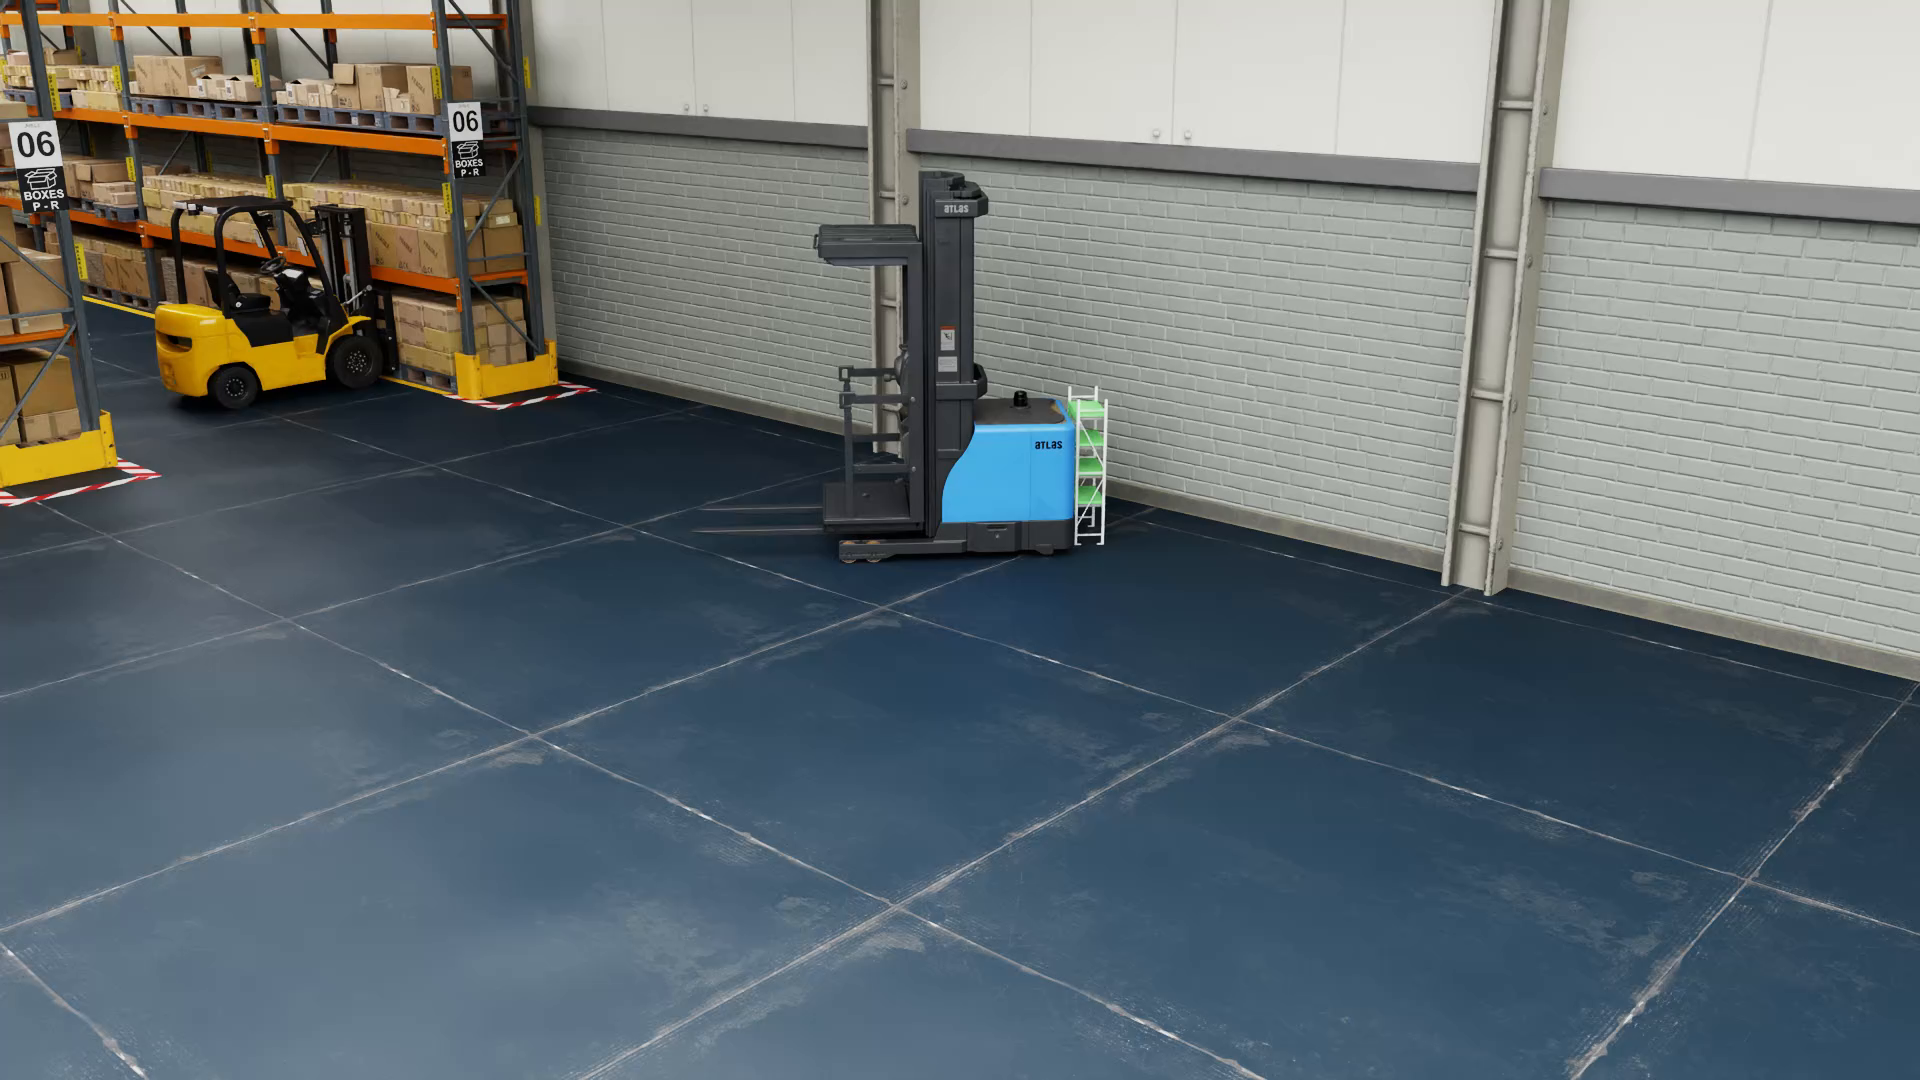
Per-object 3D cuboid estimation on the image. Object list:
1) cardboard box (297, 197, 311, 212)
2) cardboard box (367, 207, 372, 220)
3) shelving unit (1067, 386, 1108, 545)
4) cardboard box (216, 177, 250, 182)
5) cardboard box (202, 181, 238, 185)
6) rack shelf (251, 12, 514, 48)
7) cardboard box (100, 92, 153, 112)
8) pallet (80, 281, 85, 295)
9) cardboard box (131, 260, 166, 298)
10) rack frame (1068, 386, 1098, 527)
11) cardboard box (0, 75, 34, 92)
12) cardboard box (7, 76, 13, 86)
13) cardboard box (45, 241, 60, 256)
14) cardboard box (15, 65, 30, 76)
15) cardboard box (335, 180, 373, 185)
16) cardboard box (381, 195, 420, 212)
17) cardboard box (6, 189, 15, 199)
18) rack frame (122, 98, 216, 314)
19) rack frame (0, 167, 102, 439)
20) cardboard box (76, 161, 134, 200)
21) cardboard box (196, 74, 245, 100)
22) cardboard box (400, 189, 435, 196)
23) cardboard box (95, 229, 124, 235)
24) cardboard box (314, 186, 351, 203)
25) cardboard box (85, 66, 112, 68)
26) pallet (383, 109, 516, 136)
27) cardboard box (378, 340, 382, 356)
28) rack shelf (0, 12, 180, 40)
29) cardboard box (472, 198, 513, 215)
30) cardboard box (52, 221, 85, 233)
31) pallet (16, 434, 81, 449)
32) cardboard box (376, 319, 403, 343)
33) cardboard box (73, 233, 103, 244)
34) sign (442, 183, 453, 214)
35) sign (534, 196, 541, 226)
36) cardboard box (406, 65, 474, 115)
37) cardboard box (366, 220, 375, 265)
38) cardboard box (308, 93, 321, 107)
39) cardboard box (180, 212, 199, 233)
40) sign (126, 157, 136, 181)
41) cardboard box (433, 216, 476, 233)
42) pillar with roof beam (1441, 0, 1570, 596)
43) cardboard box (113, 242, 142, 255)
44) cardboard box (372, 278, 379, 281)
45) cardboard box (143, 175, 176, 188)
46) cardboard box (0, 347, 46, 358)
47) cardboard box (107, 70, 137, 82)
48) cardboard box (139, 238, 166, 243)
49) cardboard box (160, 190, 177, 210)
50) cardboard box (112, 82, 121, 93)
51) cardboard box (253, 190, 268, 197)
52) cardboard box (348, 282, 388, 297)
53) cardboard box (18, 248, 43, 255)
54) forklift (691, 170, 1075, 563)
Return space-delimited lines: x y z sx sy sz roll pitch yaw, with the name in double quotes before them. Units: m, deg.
"cardboard box" -7.908 -4.139 20.457 0.250 0.149 0.380 16 23 41
"cardboard box" -6.722 -3.840 19.514 0.250 0.149 0.380 15 23 39
"shelving unit" 1.027 -0.609 13.548 0.258 1.200 0.503 -1 18 -4
"cardboard box" -9.984 -4.901 22.858 0.250 0.149 0.380 15 23 39
"cardboard box" -9.884 -4.699 22.223 0.250 0.149 0.380 15 23 39
"rack shelf" -6.670 -5.882 19.118 4.000 0.370 1.077 15 23 39
"cardboard box" -11.703 -6.167 23.373 0.500 0.250 0.500 14 22 37
"pallet" -13.516 -4.080 26.117 1.213 0.211 1.003 15 23 39
"cardboard box" -11.617 -3.805 24.081 0.500 0.500 0.500 16 24 41
"rack frame" 1.007 -0.683 13.780 0.240 1.200 0.015 -1 18 -4
"cardboard box" -14.677 -7.104 25.834 0.500 0.250 0.500 15 23 39
"cardboard box" -14.190 -6.971 25.216 0.250 0.149 0.380 15 23 40
"cardboard box" -13.937 -4.424 26.031 0.500 0.500 0.500 16 24 42
"cardboard box" -13.971 -7.066 25.024 0.250 0.149 0.380 16 23 40
"cardboard box" -7.567 -4.400 20.789 0.250 0.149 0.380 14 23 38
"cardboard box" -6.407 -3.860 19.086 0.250 0.149 0.380 16 23 41
"cardboard box" -14.976 -5.545 26.539 0.250 0.149 0.380 16 23 41
"rack frame" -11.158 -4.760 23.653 0.127 3.000 1.000 15 23 39
"rack frame" -8.467 -2.030 15.050 0.127 3.000 1.000 15 23 39
"cardboard box" -12.502 -5.296 24.474 0.637 0.503 0.797 14 23 38
"cardboard box" -9.444 -5.837 21.373 0.500 0.311 0.500 14 22 37
"cardboard box" -6.422 -4.085 19.797 0.250 0.149 0.380 15 23 40
"cardboard box" -13.296 -4.774 26.062 0.250 0.149 0.380 15 23 40
"cardboard box" -7.548 -4.168 20.058 0.250 0.149 0.380 16 23 40
"cardboard box" -12.678 -6.926 24.581 0.250 0.149 0.380 16 23 41
"pallet" -5.686 -4.689 18.617 1.213 0.211 1.003 15 23 39
"cardboard box" -6.873 -2.370 19.973 0.500 0.250 0.500 16 24 41
"rack shelf" -12.654 -7.488 24.180 4.000 0.370 1.077 15 23 39
"cardboard box" -5.284 -3.768 18.798 0.250 0.149 0.380 14 23 38
"cardboard box" -13.832 -4.850 25.808 0.250 0.149 0.380 14 22 37
"pallet" -9.108 -0.888 16.059 1.213 0.211 1.003 15 23 39
"cardboard box" -6.514 -2.511 19.590 0.500 0.250 0.500 14 23 38
"cardboard box" -13.386 -4.610 25.545 0.250 0.149 0.380 15 23 38
"sign" -5.545 -3.699 18.002 0.005 0.325 0.100 15 23 39
"sign" -4.802 -3.729 18.840 0.005 0.325 0.100 15 23 39
"cardboard box" -5.667 -4.913 18.150 0.500 0.500 0.500 16 24 41
"cardboard box" -6.866 -3.549 19.669 0.500 0.500 0.500 15 23 40
"cardboard box" -7.457 -5.202 19.641 0.250 0.149 0.380 16 24 41
"cardboard box" -10.226 -4.341 22.578 0.500 0.250 0.500 14 22 38
"sign" -11.511 -5.150 23.097 0.005 0.325 0.100 15 23 39
"cardboard box" -5.620 -3.517 18.498 0.250 0.149 0.380 15 23 40
"pillar with roof beam" 1.021 -2.974 8.106 0.400 9.000 9.100 15 23 39
"cardboard box" -12.255 -4.294 24.549 0.250 0.149 0.380 16 24 41
"cardboard box" -7.281 -3.170 20.840 0.500 0.250 0.500 15 23 38
"cardboard box" -11.115 -4.987 23.128 0.250 0.149 0.380 16 24 41
"cardboard box" -9.298 -1.610 16.339 0.500 0.500 0.500 14 22 37
"cardboard box" -11.612 -6.452 23.123 0.250 0.149 0.380 16 24 41
"cardboard box" -12.131 -4.462 25.077 0.250 0.149 0.380 14 23 38
"cardboard box" -10.615 -4.682 22.827 0.500 0.250 0.500 16 24 41
"cardboard box" -11.583 -6.325 23.214 0.250 0.149 0.380 16 23 40
"cardboard box" -8.774 -4.380 21.217 0.250 0.149 0.380 15 23 38
"cardboard box" -7.257 -2.953 20.156 0.500 0.250 0.500 16 24 41
"cardboard box" -9.026 -2.481 15.813 0.500 0.500 0.500 16 24 41
"forklift" -0.629 -1.383 13.125 3.031 2.935 1.130 -1 18 -4
